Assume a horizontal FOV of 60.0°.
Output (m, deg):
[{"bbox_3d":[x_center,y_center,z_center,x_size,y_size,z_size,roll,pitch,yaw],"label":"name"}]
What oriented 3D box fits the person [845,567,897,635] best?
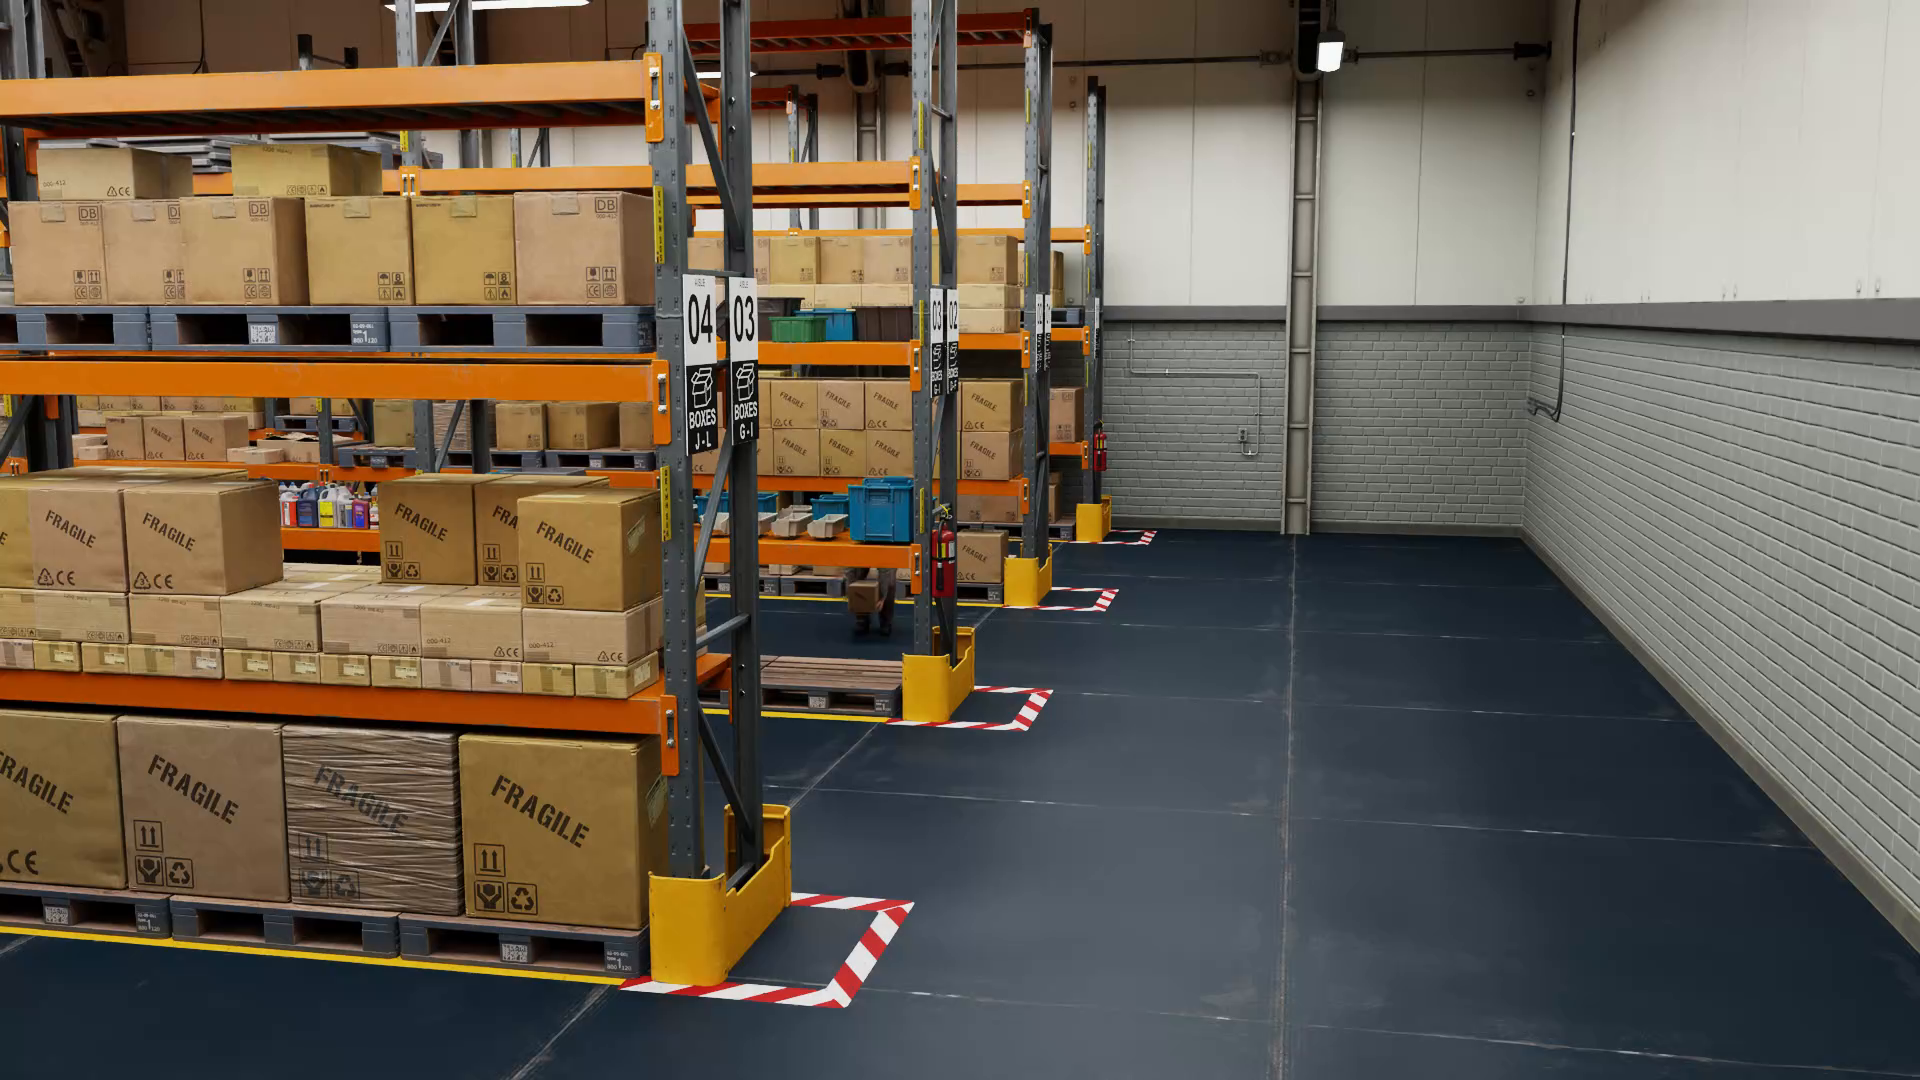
[{"bbox_3d":[-0.842,0.356,15.563,0.462,1.110,0.960,1,8,9],"label":"person"}]
